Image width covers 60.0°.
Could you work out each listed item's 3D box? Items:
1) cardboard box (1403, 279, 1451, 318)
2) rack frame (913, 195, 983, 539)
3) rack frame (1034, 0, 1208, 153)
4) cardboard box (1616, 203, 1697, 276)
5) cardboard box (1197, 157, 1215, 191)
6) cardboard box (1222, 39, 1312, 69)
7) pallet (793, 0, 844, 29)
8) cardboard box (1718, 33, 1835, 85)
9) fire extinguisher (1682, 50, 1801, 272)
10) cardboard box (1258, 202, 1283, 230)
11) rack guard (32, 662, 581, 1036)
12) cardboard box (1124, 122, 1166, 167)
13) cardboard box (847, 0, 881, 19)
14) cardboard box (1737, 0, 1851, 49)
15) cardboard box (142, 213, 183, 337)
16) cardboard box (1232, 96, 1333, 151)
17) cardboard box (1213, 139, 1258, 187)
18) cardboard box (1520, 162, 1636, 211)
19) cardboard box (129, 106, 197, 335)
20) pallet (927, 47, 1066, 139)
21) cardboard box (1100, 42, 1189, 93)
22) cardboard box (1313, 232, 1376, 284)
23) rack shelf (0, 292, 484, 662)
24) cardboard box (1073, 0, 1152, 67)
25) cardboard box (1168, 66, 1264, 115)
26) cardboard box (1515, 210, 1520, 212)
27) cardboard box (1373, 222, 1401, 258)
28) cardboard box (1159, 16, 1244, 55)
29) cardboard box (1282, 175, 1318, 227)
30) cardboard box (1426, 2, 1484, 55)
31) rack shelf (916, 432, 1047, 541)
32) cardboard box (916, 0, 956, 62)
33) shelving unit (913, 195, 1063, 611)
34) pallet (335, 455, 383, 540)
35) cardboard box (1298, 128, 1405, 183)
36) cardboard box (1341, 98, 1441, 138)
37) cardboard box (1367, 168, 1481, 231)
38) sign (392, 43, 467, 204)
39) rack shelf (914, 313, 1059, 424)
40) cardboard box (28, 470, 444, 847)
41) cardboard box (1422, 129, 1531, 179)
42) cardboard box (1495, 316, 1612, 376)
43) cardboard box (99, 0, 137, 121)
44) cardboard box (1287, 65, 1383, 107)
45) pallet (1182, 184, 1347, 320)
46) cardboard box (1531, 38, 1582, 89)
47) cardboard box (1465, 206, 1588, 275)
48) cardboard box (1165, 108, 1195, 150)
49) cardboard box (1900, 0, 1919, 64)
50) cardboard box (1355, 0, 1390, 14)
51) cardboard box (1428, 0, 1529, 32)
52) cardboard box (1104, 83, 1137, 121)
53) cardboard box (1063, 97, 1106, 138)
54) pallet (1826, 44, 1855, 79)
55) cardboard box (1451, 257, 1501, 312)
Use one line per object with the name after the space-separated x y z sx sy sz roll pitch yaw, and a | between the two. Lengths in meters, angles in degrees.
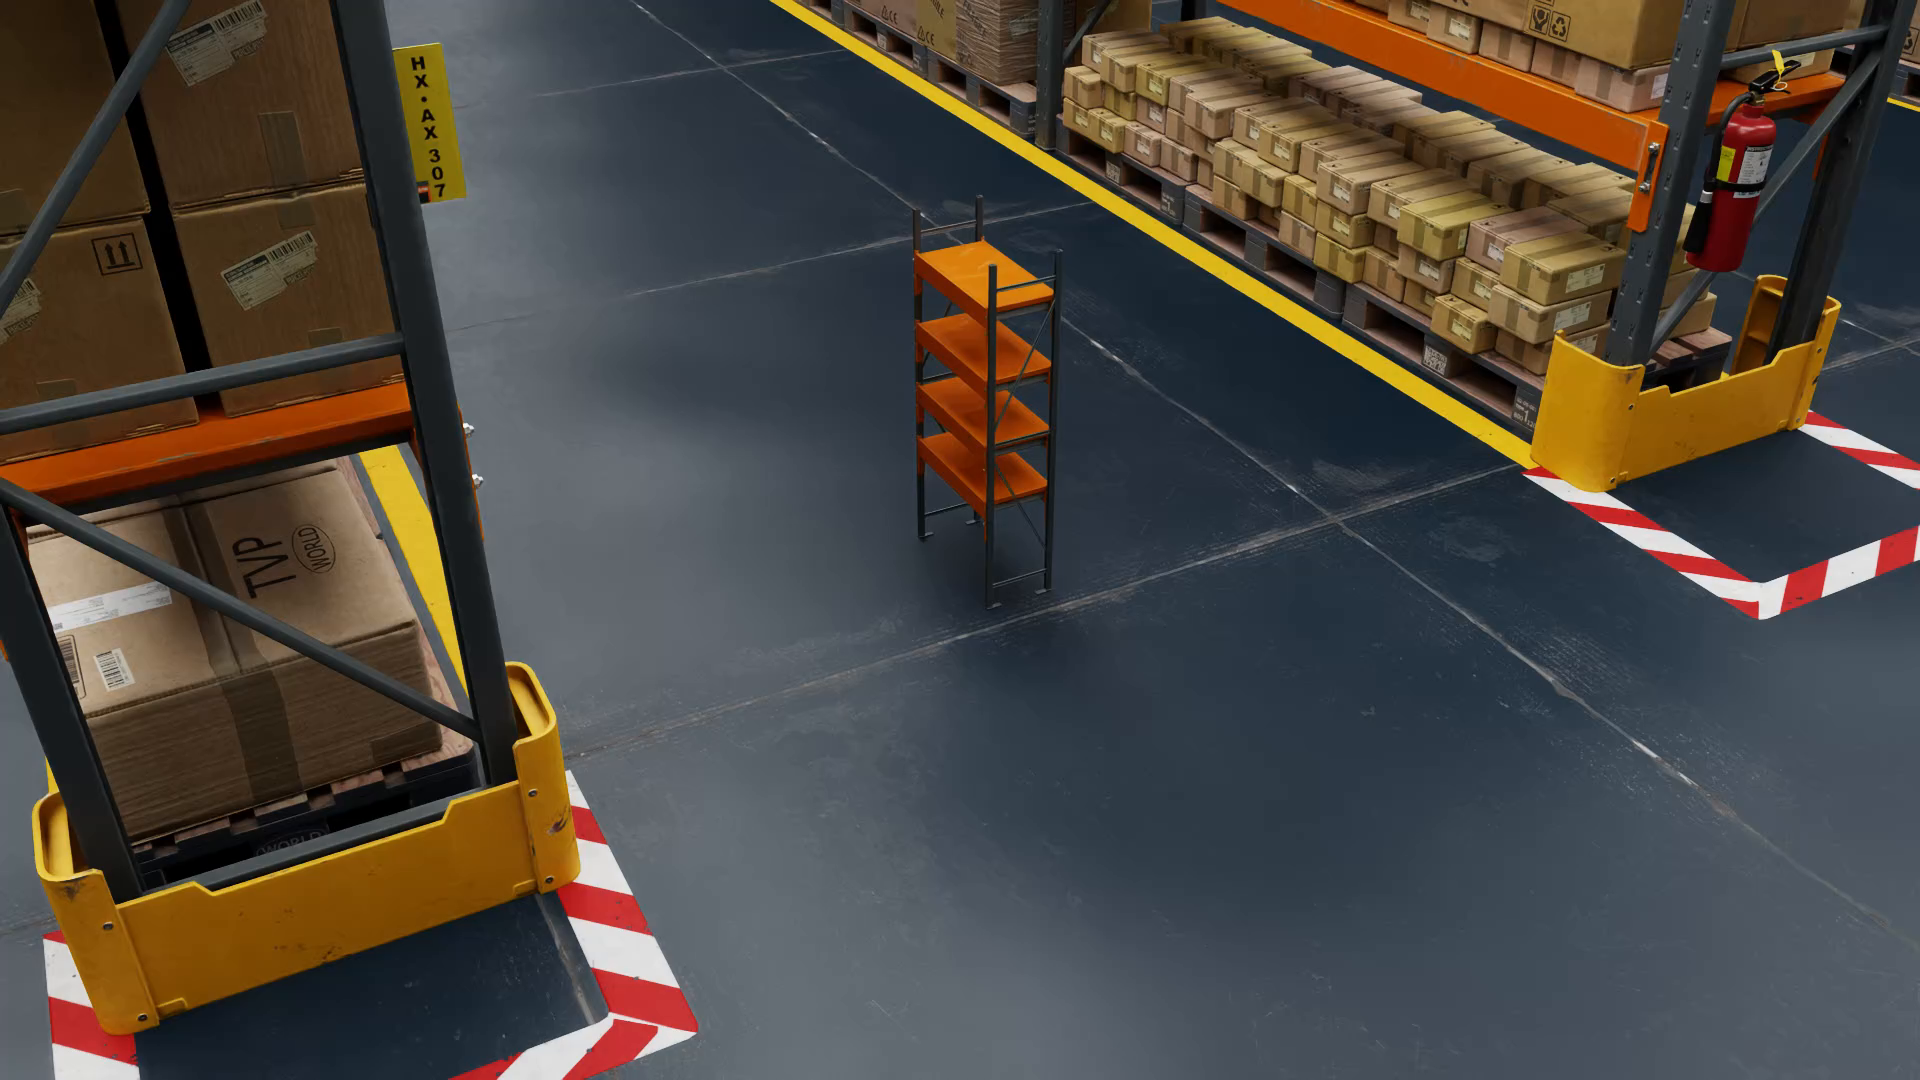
2.059 -1.034 6.837 0.380 0.149 0.250 -16 36 -23 | cardboard box
-0.037 -0.543 5.485 0.240 1.200 0.015 -16 36 -23 | rack frame
0.880 -3.523 8.468 1.000 3.000 0.127 -16 36 -23 | rack frame
2.802 -1.176 6.507 0.380 0.149 0.250 -18 37 -25 | cardboard box
1.371 -1.784 8.007 0.380 0.149 0.250 -17 37 -25 | cardboard box
1.553 -2.416 8.443 0.380 0.149 0.250 -16 36 -24 | cardboard box
-0.622 -3.884 11.617 1.003 0.211 1.213 -16 36 -23 | pallet
2.884 -1.745 5.926 0.380 0.149 0.250 -16 36 -23 | cardboard box
2.454 -1.188 5.241 0.296 0.674 0.183 -16 36 -23 | fire extinguisher
1.597 -1.529 7.610 0.380 0.149 0.250 -15 36 -22 | cardboard box
-1.575 0.743 4.126 1.175 0.500 0.348 -16 36 -23 | rack guard
1.052 -2.012 8.363 0.380 0.149 0.250 -16 36 -23 | cardboard box
-0.400 -3.671 10.628 0.500 0.500 0.500 -17 36 -24 | cardboard box
2.780 -2.065 5.824 0.500 0.500 0.500 -14 35 -21 | cardboard box
-2.266 -0.770 4.078 0.500 0.500 0.500 -17 36 -24 | cardboard box
1.483 -1.908 7.650 0.380 0.149 0.250 -17 37 -25 | cardboard box
1.401 -1.762 7.698 0.380 0.149 0.250 -16 36 -23 | cardboard box
2.563 -1.430 6.903 0.380 0.149 0.250 -16 36 -23 | cardboard box
-1.817 -0.898 4.279 0.500 0.500 0.500 -16 36 -24 | cardboard box
0.516 -2.720 9.799 1.003 0.211 1.213 -16 36 -23 | pallet
0.934 -2.387 8.397 0.380 0.149 0.250 -14 35 -21 | cardboard box
1.758 -1.254 7.181 0.380 0.149 0.250 -18 37 -25 | cardboard box
-2.519 -0.972 5.154 1.077 0.370 4.000 -16 36 -23 | rack shelf
0.770 -3.066 9.683 0.500 0.500 0.500 -14 35 -21 | cardboard box
1.237 -2.160 8.042 0.380 0.149 0.250 -17 36 -24 | cardboard box
2.434 -1.419 7.162 0.380 0.149 0.250 -15 35 -22 | cardboard box
1.969 -1.297 6.972 0.380 0.149 0.250 -16 36 -24 | cardboard box
1.277 -2.645 8.800 0.380 0.149 0.250 -15 36 -22 | cardboard box
1.647 -1.514 7.310 0.380 0.149 0.250 -14 35 -21 | cardboard box
1.991 -1.952 6.250 0.380 0.149 0.250 -15 36 -22 | cardboard box
0.077 -0.202 5.446 0.258 0.148 0.480 -16 36 -23 | rack shelf
0.074 -3.182 9.864 0.500 0.500 0.500 -17 36 -24 | cardboard box
0.077 -0.426 5.303 0.258 1.200 0.503 -16 36 -23 | shelving unit
-2.593 -0.090 5.694 1.003 0.211 1.213 -16 36 -23 | pallet
1.711 -1.663 7.267 0.380 0.149 0.250 -17 36 -25 | cardboard box
1.969 -1.895 7.629 0.380 0.149 0.250 -16 36 -23 | cardboard box
1.910 -1.395 6.849 0.380 0.149 0.250 -17 37 -25 | cardboard box
-1.093 -0.855 3.428 0.100 0.325 0.005 -16 36 -23 | sign
0.077 -0.558 5.219 0.258 0.148 0.480 -16 36 -23 | rack shelf
-1.983 0.292 4.500 0.875 0.438 0.875 -17 36 -25 | cardboard box
2.253 -1.662 7.266 0.380 0.149 0.250 -14 35 -21 | cardboard box
2.315 -0.789 6.454 0.380 0.149 0.250 -15 36 -22 | cardboard box
-1.806 -1.329 4.025 0.500 0.500 0.500 -17 36 -24 | cardboard box
1.813 -2.167 8.054 0.380 0.149 0.250 -18 37 -25 | cardboard box
1.798 -1.454 7.824 1.003 0.211 1.213 -16 36 -23 | pallet
2.261 -1.721 5.888 0.380 0.149 0.250 -16 36 -23 | cardboard box
2.208 -1.164 6.488 0.380 0.149 0.250 -15 36 -22 | cardboard box
1.232 -2.036 8.125 0.380 0.149 0.250 -18 37 -25 | cardboard box
5.972 -3.240 9.606 0.875 0.875 0.875 -16 36 -23 | cardboard box
1.821 -2.229 6.682 0.380 0.149 0.250 -17 37 -25 | cardboard box
2.073 -2.178 6.000 0.500 0.500 0.500 -16 36 -24 | cardboard box
0.964 -2.273 8.495 0.380 0.149 0.250 -16 36 -23 | cardboard box
0.766 -2.245 8.726 0.380 0.149 0.250 -18 37 -25 | cardboard box
5.601 -3.165 10.495 1.003 0.211 1.213 -16 36 -23 | pallet
2.173 -1.034 6.561 0.380 0.149 0.250 -17 36 -24 | cardboard box
